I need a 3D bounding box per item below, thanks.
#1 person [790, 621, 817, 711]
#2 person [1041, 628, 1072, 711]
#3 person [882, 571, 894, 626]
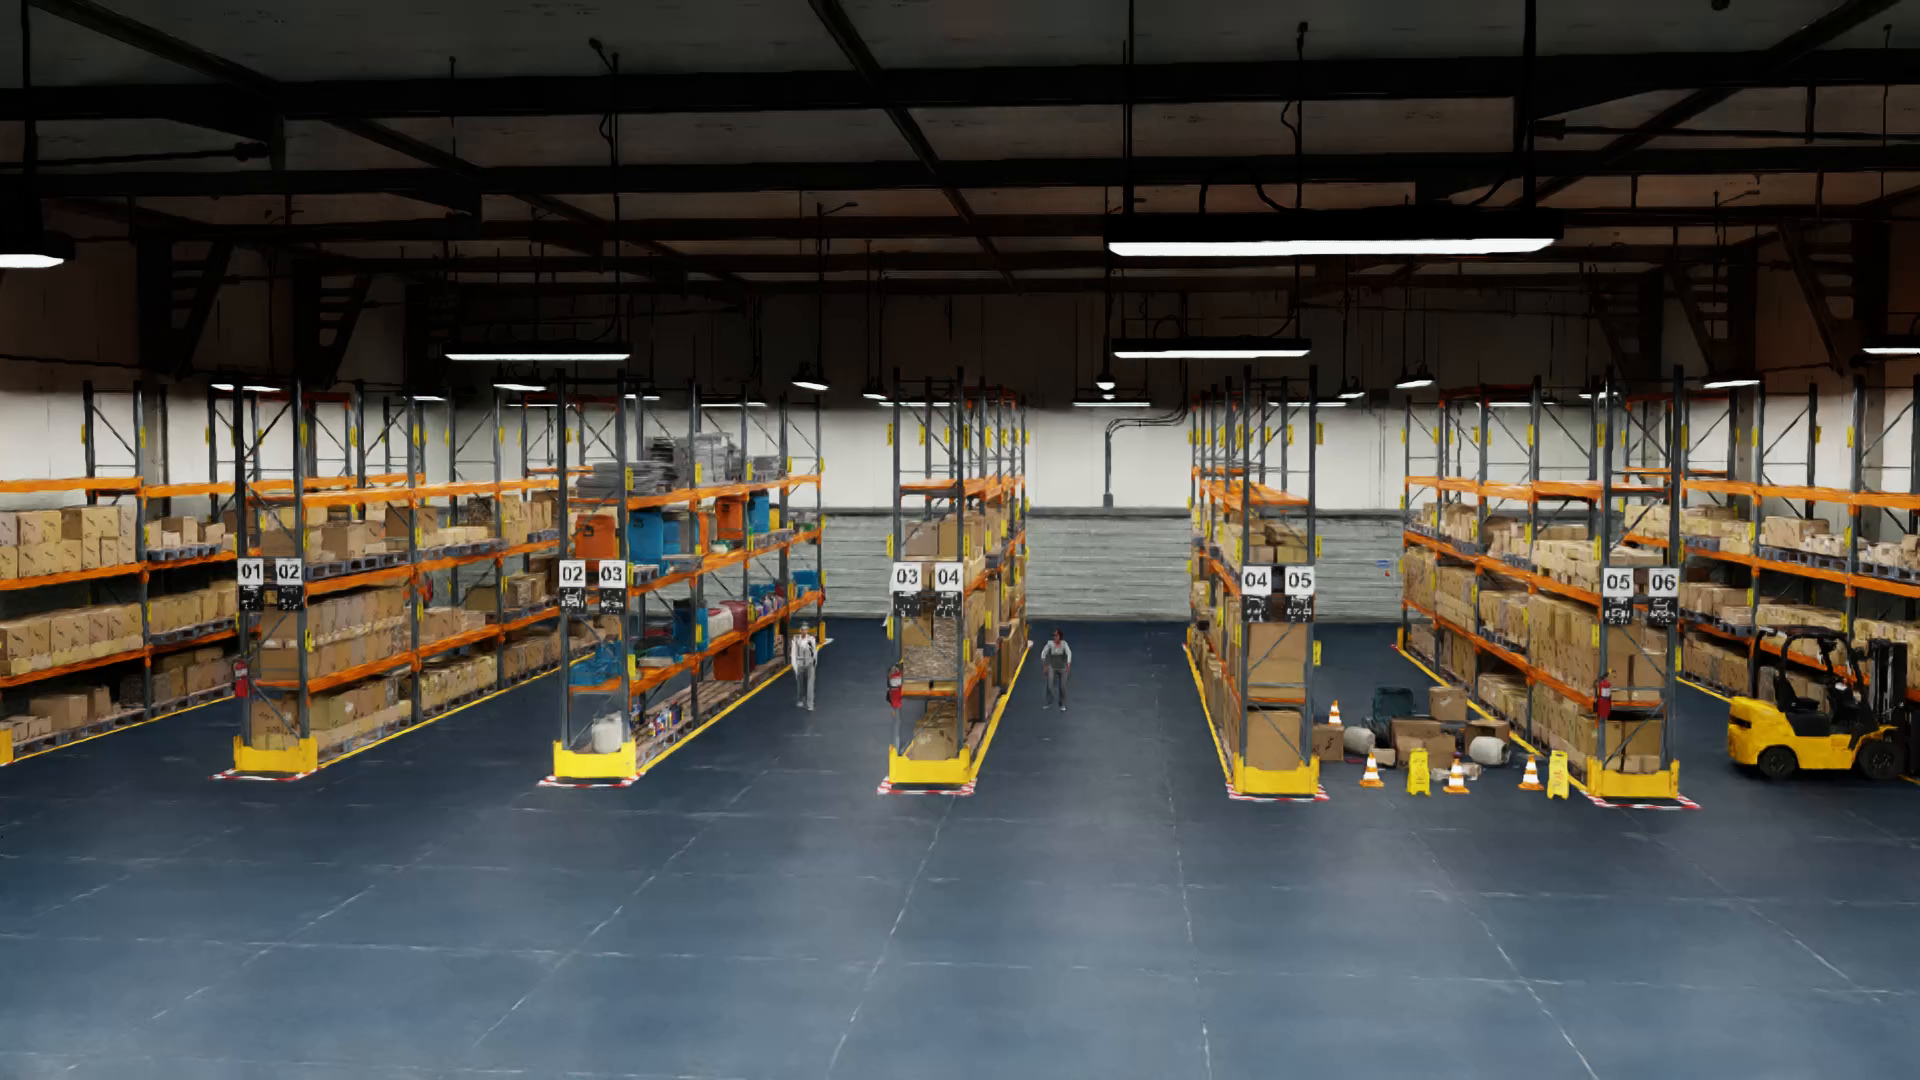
[{"bbox_3d":[-2.859,2.281,30.434,0.483,1.616,0.993,0,4,-3],"label":"person"},{"bbox_3d":[1.759,2.357,30.294,0.566,1.541,0.519,0,4,3],"label":"person"},{"bbox_3d":[-1.660,1.411,43.509,0.766,1.768,0.558,-2,4,-34],"label":"person"}]
